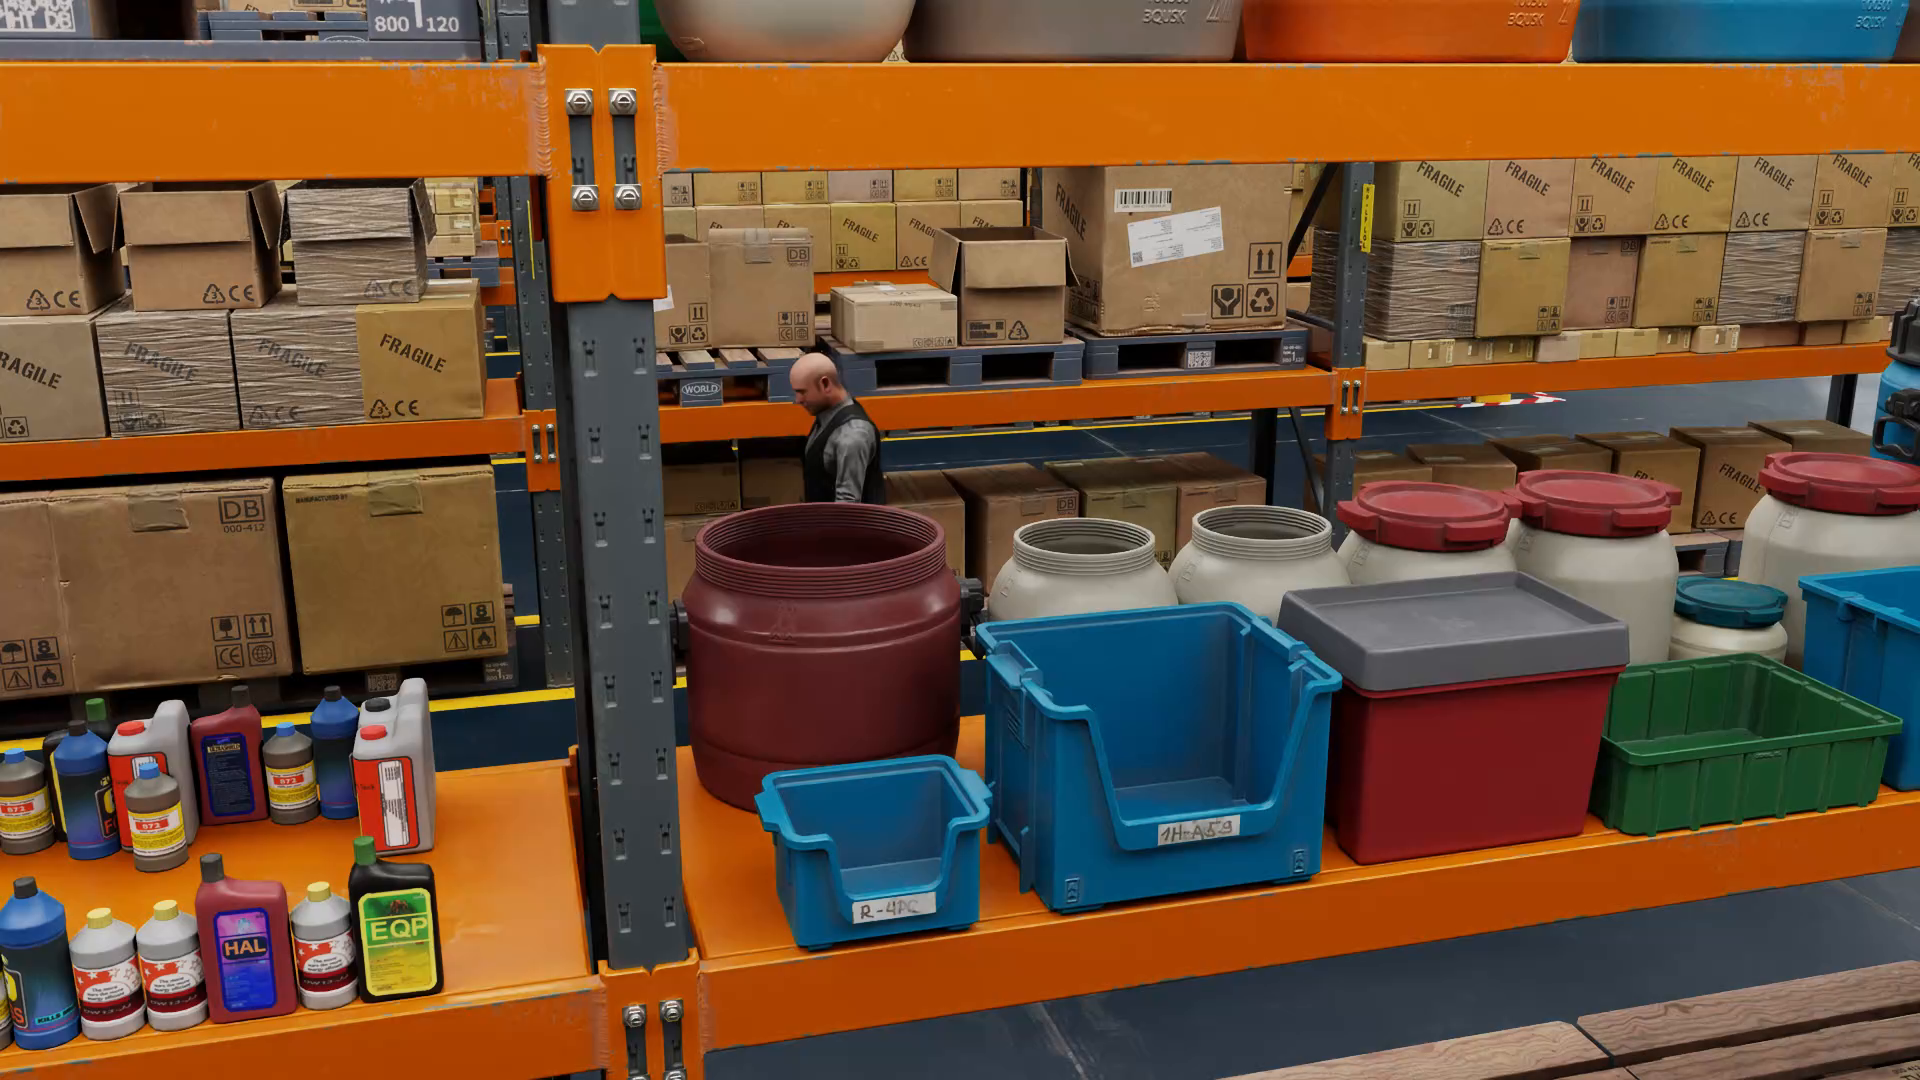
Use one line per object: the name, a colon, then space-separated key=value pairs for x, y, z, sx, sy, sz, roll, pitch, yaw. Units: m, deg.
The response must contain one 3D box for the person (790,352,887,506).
person: x=-0.510 y=0.037 z=7.044 sx=0.423 sy=1.679 sz=0.556 roll=-4 pitch=16 yaw=-14
